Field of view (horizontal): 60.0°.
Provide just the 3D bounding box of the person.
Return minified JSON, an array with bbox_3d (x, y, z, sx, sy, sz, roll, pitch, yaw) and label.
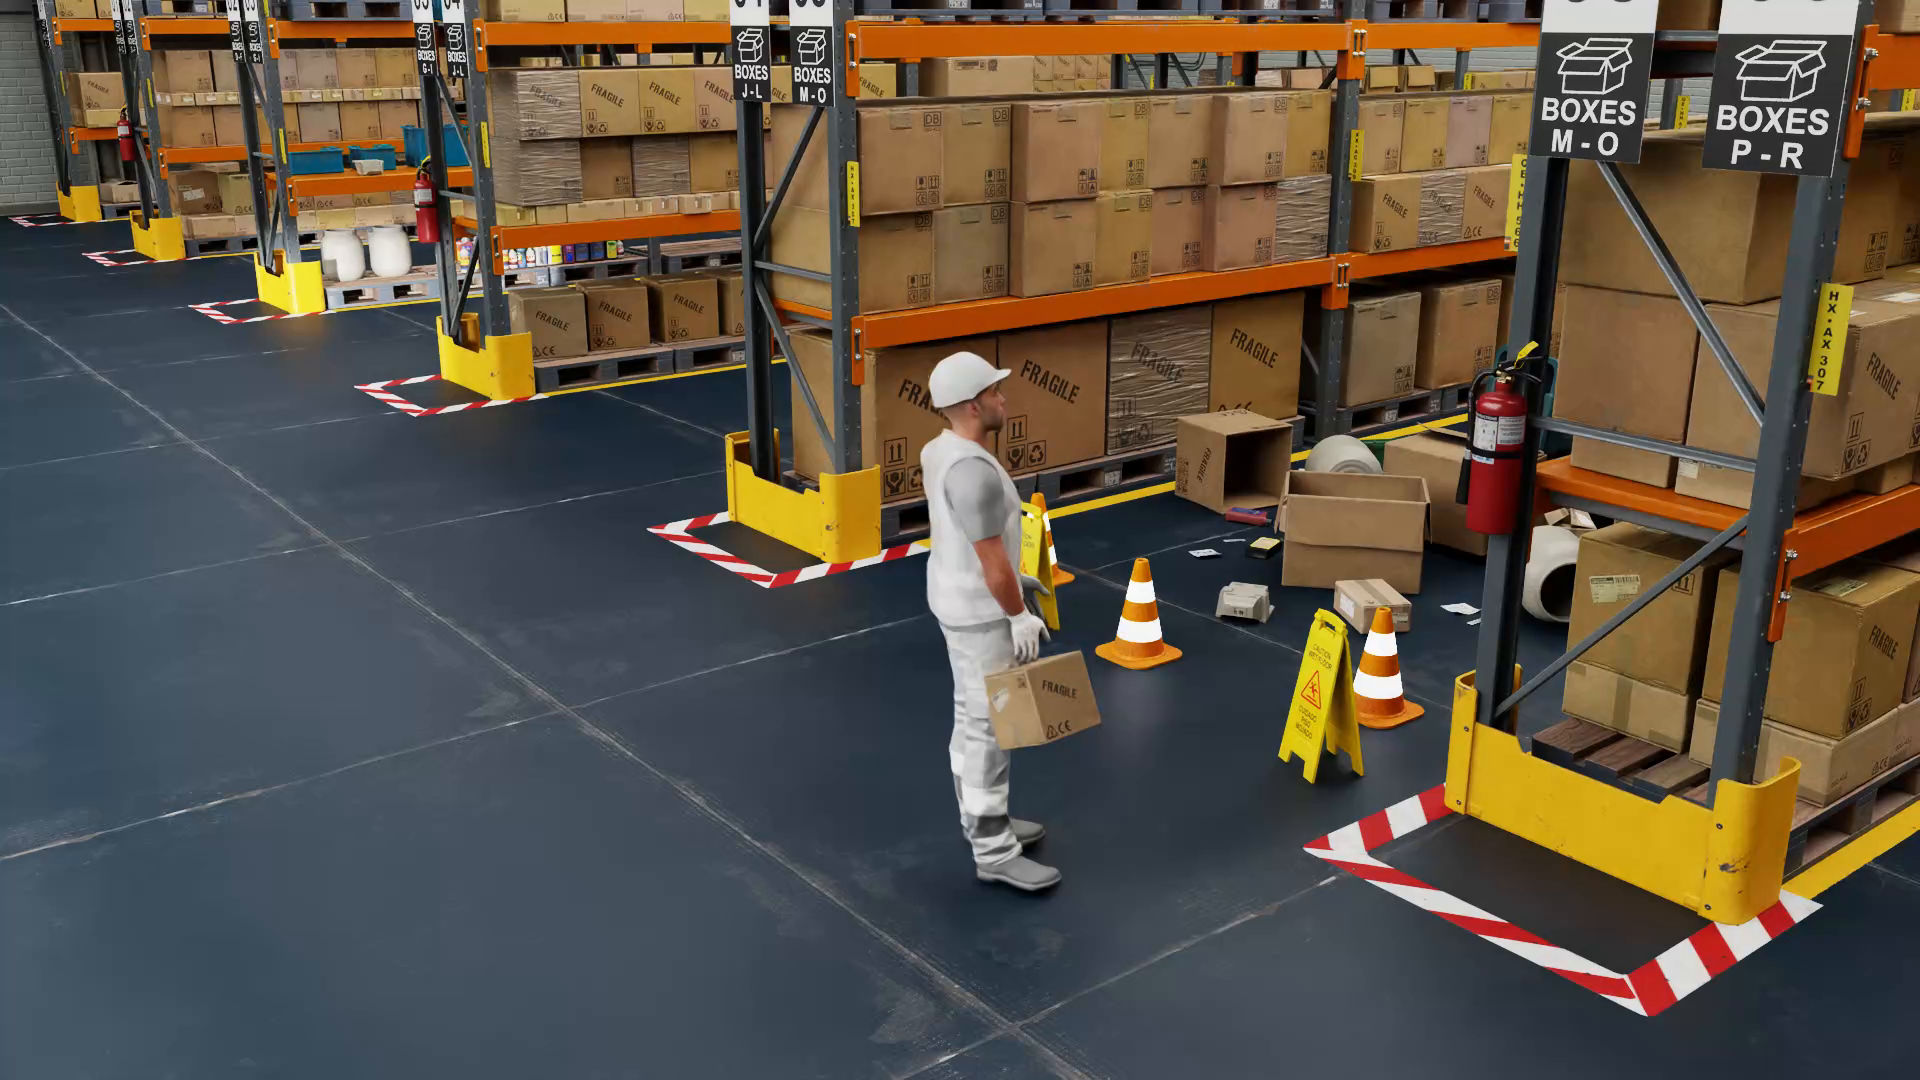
[{"bbox_3d":[0.120,0.260,5.624,0.458,1.799,0.580,-3,18,-10],"label":"person"}]
